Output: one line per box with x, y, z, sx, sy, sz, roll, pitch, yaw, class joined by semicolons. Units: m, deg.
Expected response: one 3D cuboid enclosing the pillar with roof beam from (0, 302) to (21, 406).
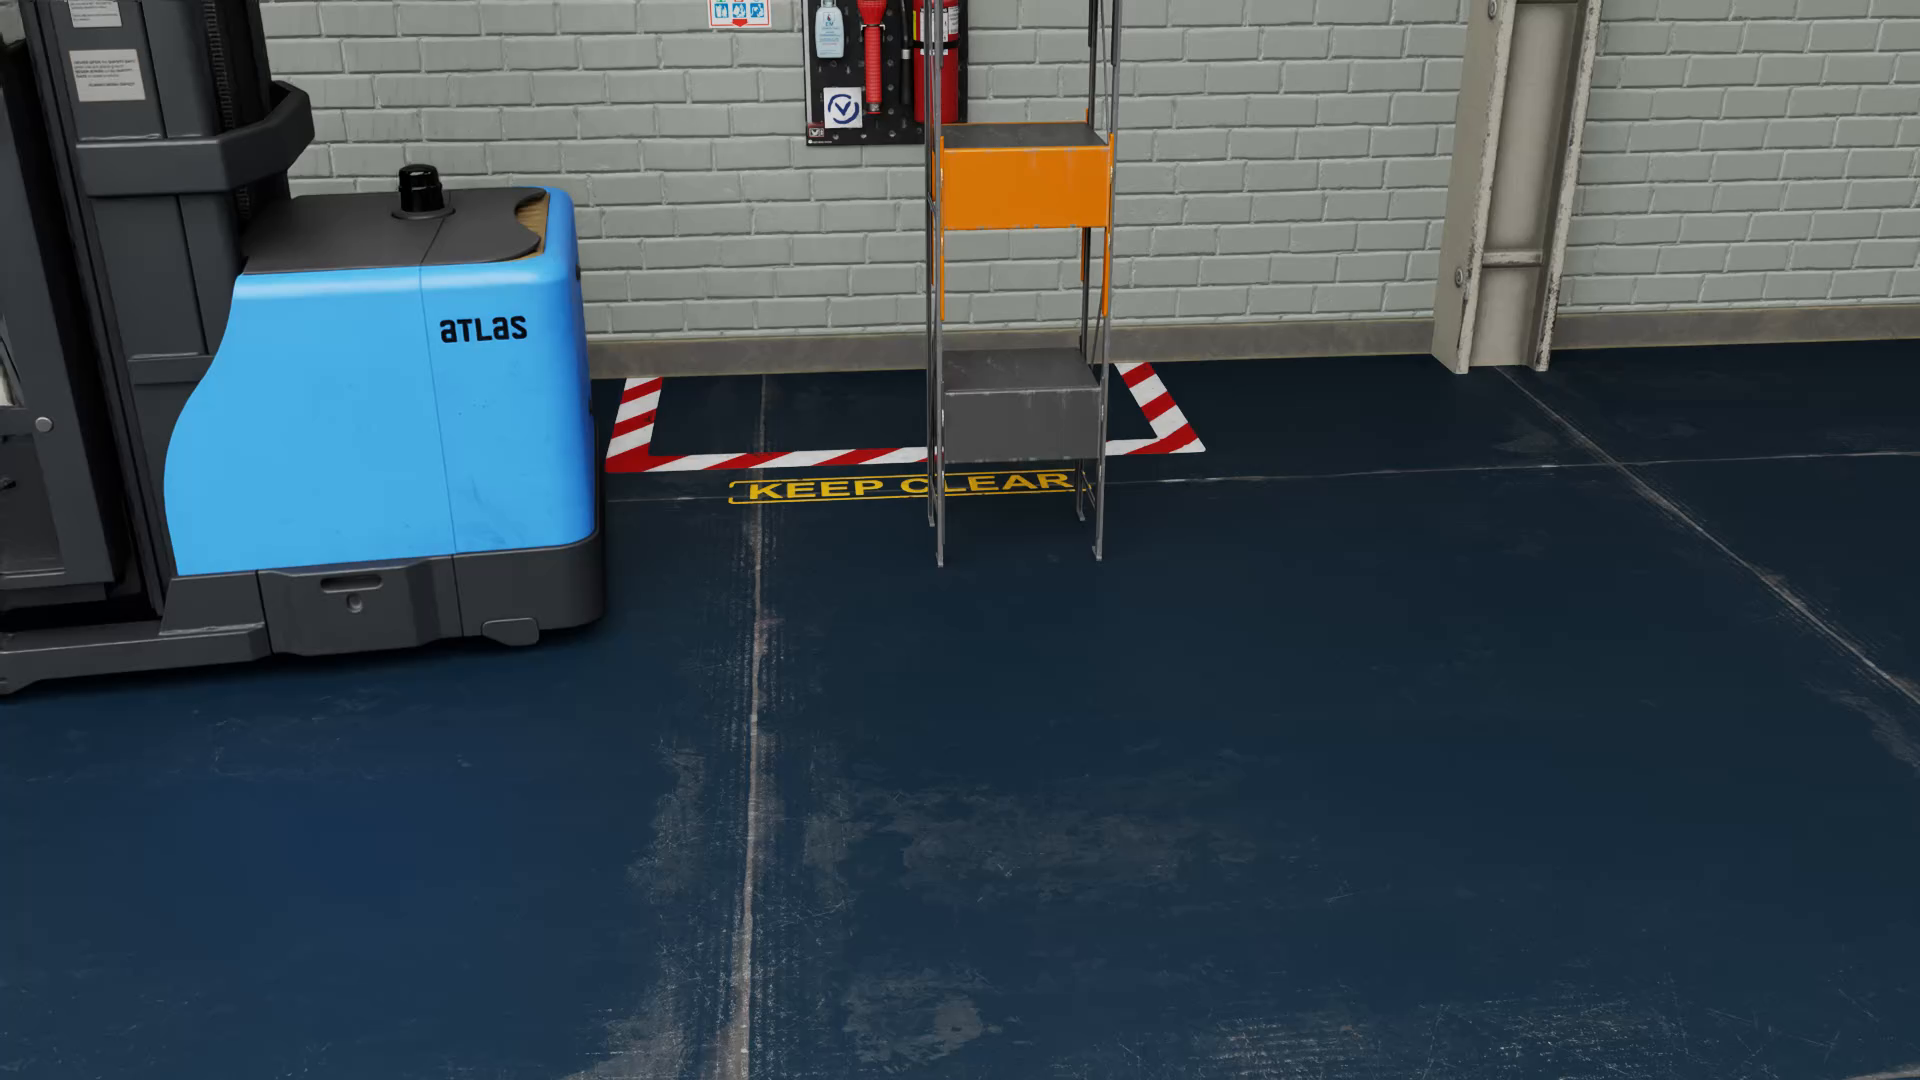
-3.349;-2.880;0.650;0.400;9.000;9.100;-2;24;-5;pillar with roof beam

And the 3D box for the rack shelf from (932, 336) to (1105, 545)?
0.165;-0.314;5.128;0.480;0.518;0.431;-2;24;-5;rack shelf

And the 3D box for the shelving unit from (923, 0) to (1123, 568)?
0.165;-0.966;4.838;0.503;2.100;0.431;-2;24;-5;shelving unit

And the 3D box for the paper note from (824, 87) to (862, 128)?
-0.447;-1.653;6.361;0.142;0.148;0.016;-2;24;-5;paper note

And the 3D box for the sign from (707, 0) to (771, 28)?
-0.825;-2.071;6.172;0.234;0.329;0.001;-2;24;-5;sign

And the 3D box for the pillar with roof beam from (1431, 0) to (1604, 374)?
2.622;-3.119;1.189;0.400;9.000;9.100;-2;24;-5;pillar with roof beam

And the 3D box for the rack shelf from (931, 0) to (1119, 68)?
0.165;-1.593;4.560;0.480;0.518;0.431;-2;24;-5;rack shelf

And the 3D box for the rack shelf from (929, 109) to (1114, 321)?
0.165;-0.954;4.844;0.480;0.518;0.431;-2;24;-5;rack shelf

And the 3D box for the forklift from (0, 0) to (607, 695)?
-2.555;-1.130;4.183;3.031;2.935;1.130;-5;24;-10;forklift

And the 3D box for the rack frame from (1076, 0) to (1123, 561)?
0.408;-0.976;4.860;0.015;2.100;0.400;-2;24;-5;rack frame

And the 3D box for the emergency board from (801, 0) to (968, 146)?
-0.264;-2.035;6.135;0.643;1.169;0.194;-2;24;-5;emergency board

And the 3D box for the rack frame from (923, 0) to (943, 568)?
-0.078;-0.956;4.817;0.015;2.100;0.400;-2;24;-5;rack frame
